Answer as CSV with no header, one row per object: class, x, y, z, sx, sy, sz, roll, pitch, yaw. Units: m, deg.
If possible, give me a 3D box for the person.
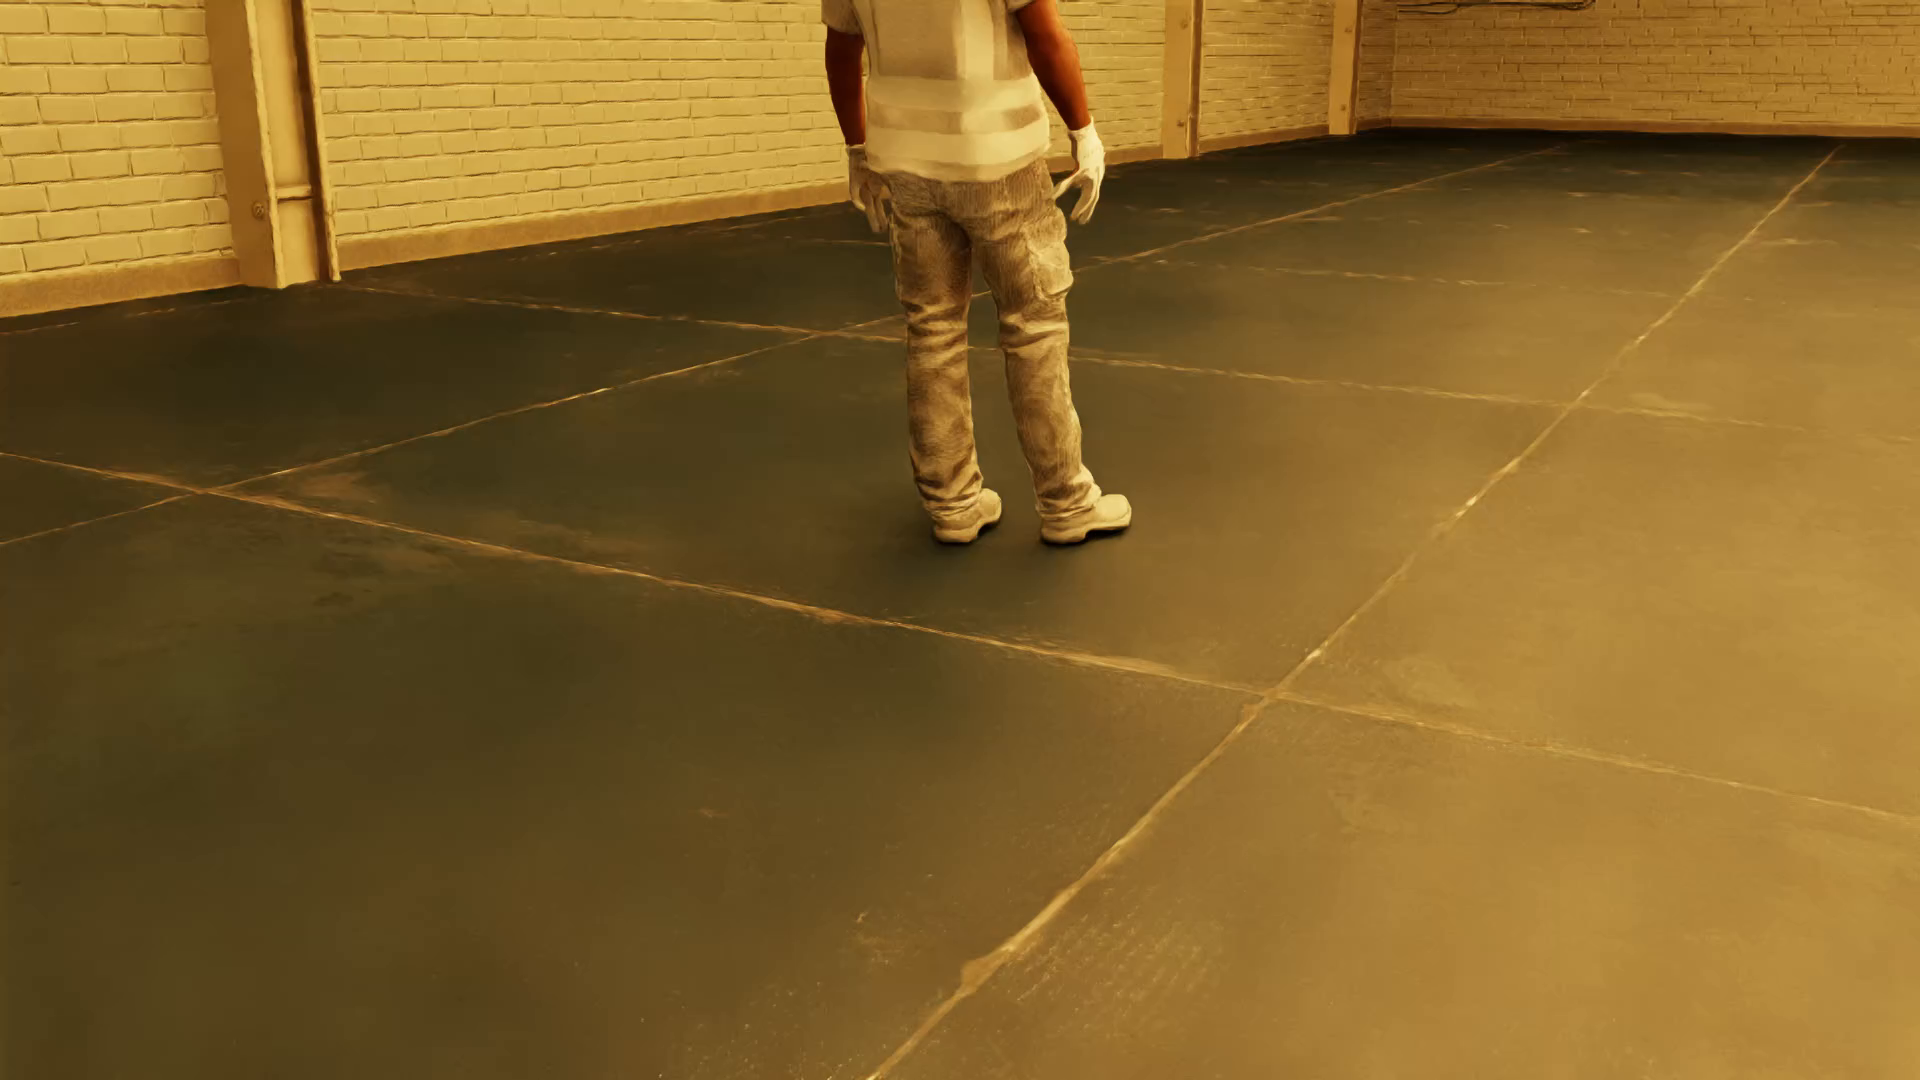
person,0.042,-0.878,3.843,0.655,1.782,0.576,9,19,28
